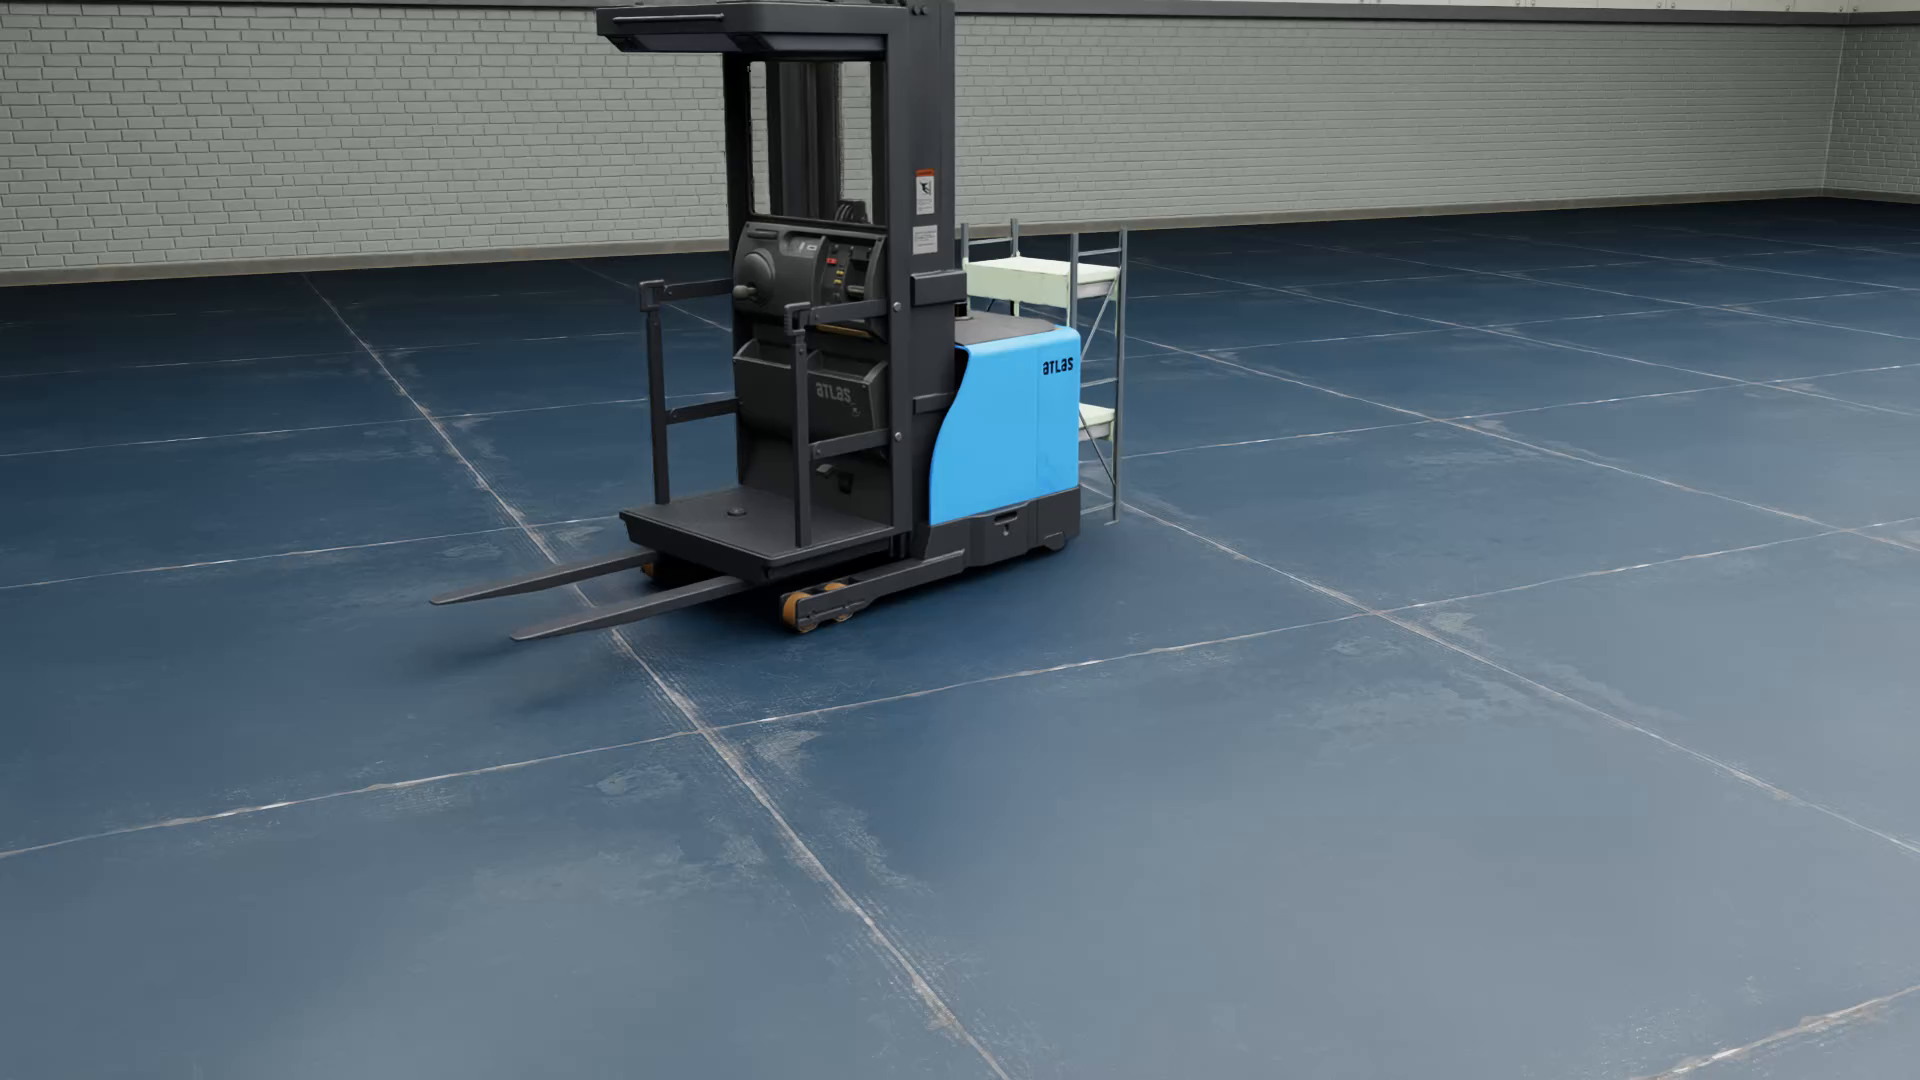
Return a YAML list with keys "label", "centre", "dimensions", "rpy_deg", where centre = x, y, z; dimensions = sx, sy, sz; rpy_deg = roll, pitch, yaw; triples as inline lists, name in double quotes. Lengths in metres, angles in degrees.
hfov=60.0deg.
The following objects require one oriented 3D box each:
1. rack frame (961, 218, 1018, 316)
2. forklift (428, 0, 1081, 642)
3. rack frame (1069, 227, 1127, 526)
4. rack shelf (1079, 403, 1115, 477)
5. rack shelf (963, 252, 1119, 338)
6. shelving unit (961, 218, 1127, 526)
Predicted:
- label: "rack frame"
  centre: [0.154, -0.918, 8.729]
  dimensions: [0.023, 1.500, 0.400]
  rpy_deg: [15, 22, 43]
- label: "forklift"
  centre: [-0.809, -1.185, 7.065]
  dimensions: [1.130, 2.935, 3.031]
  rpy_deg: [15, 22, 43]
- label: "rack frame"
  centre: [0.673, -0.775, 8.233]
  dimensions: [0.023, 1.500, 0.400]
  rpy_deg: [15, 22, 43]
- label: "rack shelf"
  centre: [0.413, -0.533, 8.571]
  dimensions: [0.720, 0.370, 0.431]
  rpy_deg: [15, 22, 43]
- label: "rack shelf"
  centre: [0.413, -1.222, 8.374]
  dimensions: [0.720, 0.370, 0.431]
  rpy_deg: [15, 22, 43]
- label: "shelving unit"
  centre: [0.413, -0.847, 8.481]
  dimensions: [0.755, 1.500, 0.431]
  rpy_deg: [15, 22, 43]
